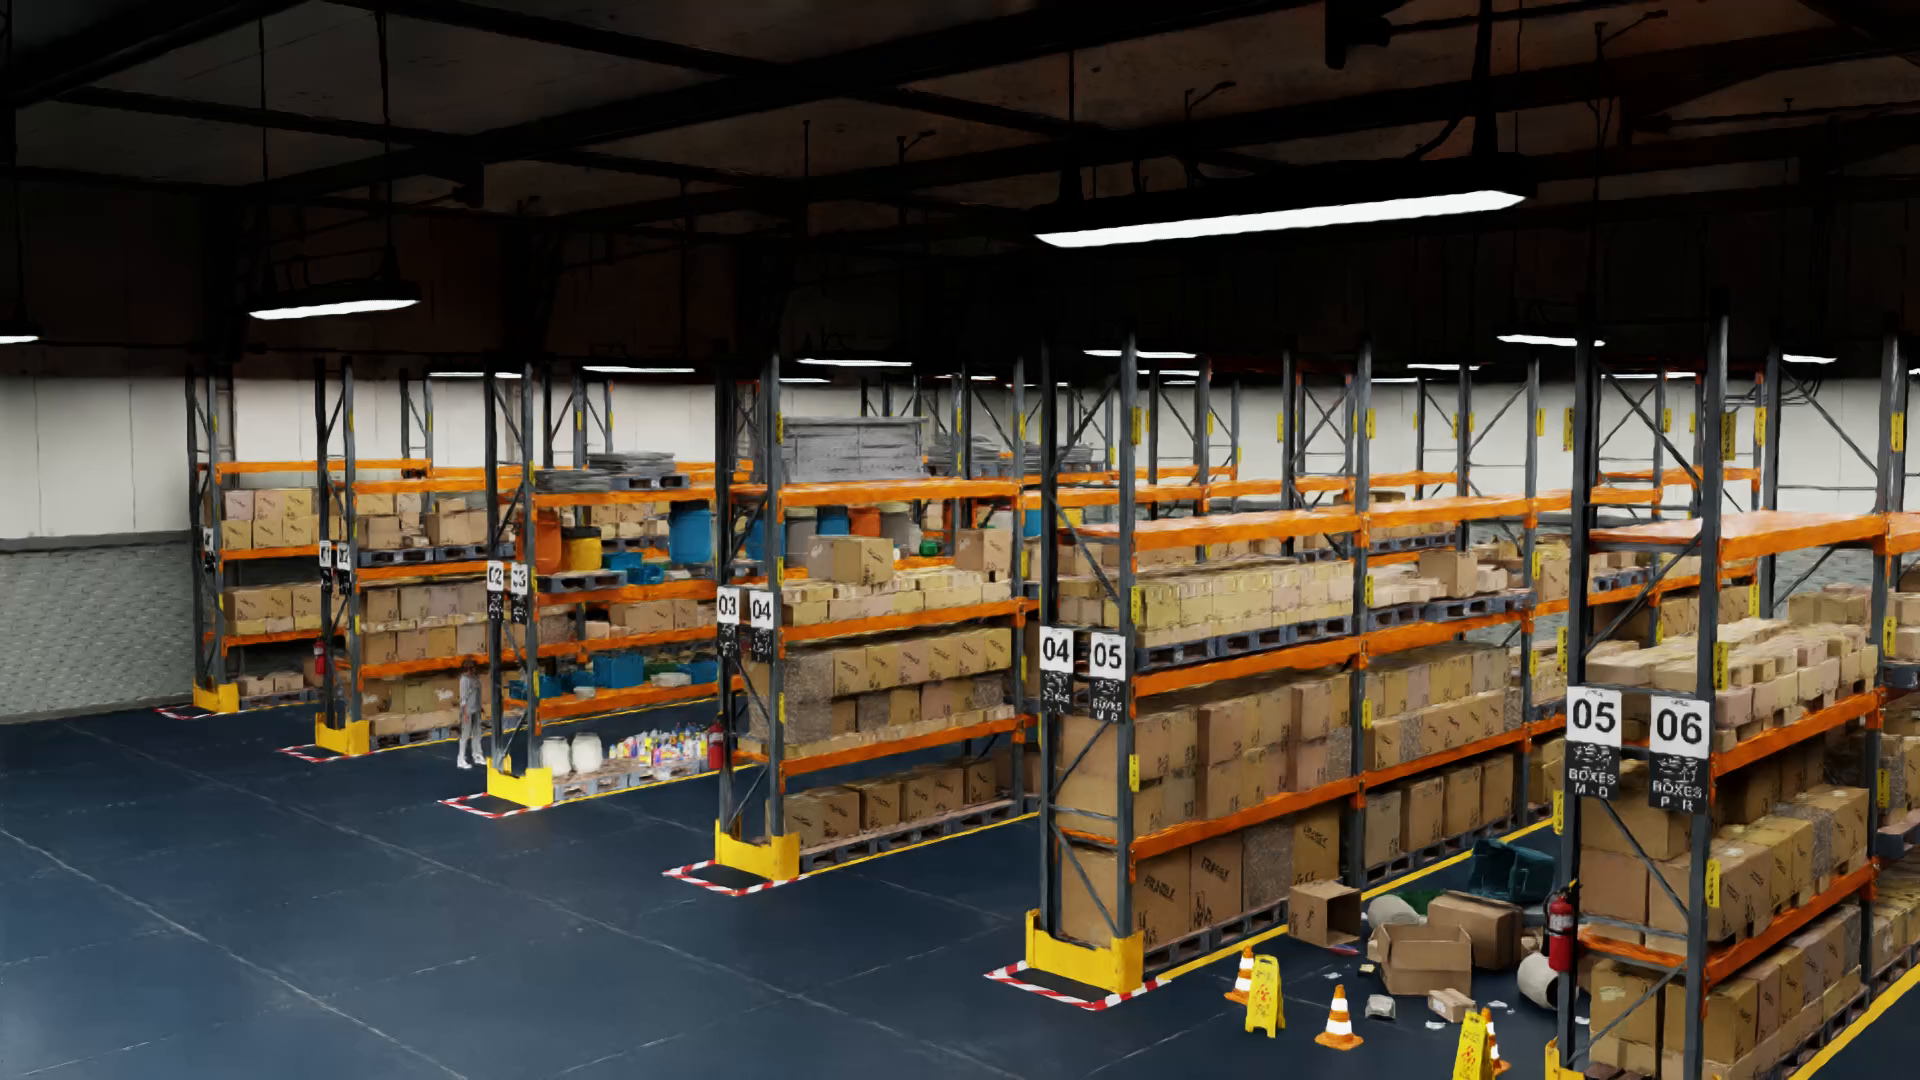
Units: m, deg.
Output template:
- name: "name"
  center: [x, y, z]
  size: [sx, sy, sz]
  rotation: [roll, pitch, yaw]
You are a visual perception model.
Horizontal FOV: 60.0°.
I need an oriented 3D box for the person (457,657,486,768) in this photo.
- name: "person"
  center: [-7.102, 2.500, 24.221]
  size: [0.406, 1.600, 0.468]
  rotation: [1, 5, 13]
